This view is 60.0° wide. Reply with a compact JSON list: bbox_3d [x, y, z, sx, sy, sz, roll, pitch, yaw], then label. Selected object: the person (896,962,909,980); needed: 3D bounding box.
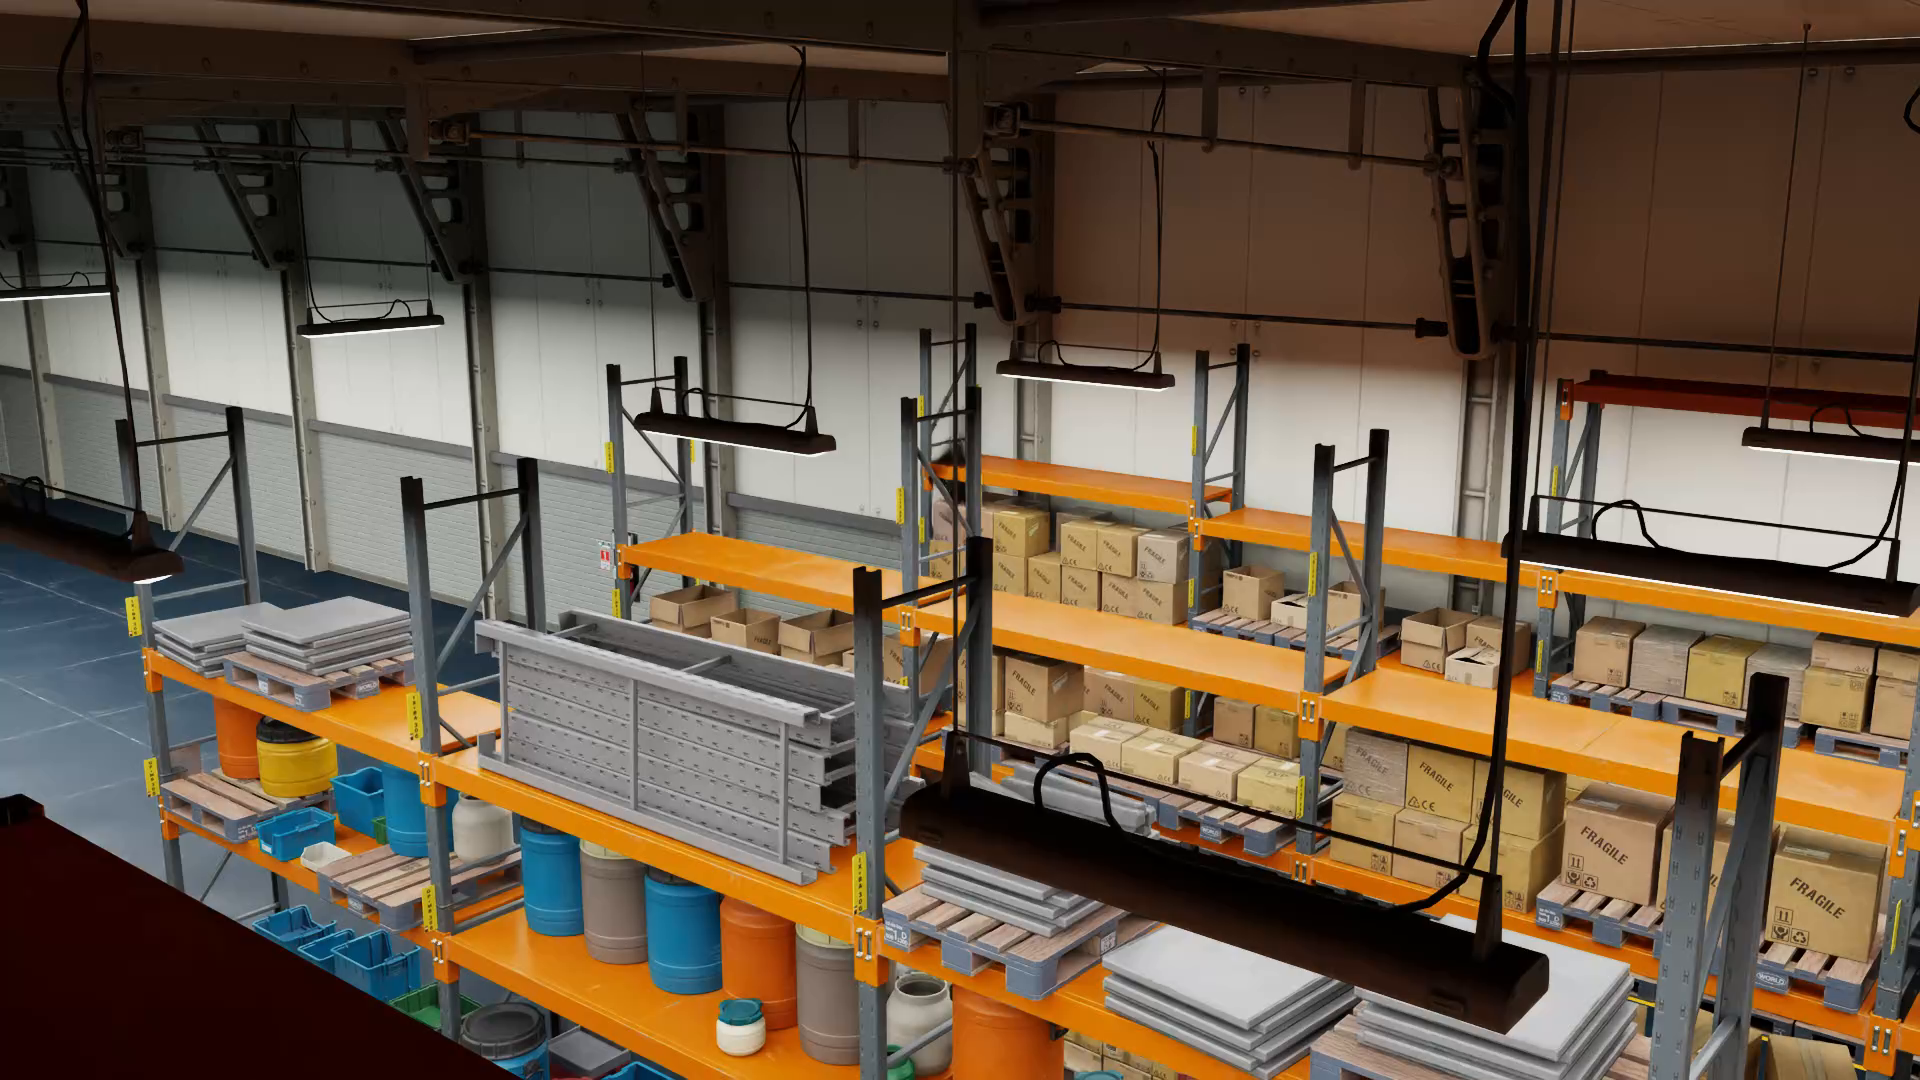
[{"bbox_3d":[-0.539,4.223,13.654,0.839,1.732,0.635,7,14,29],"label":"person"}]
